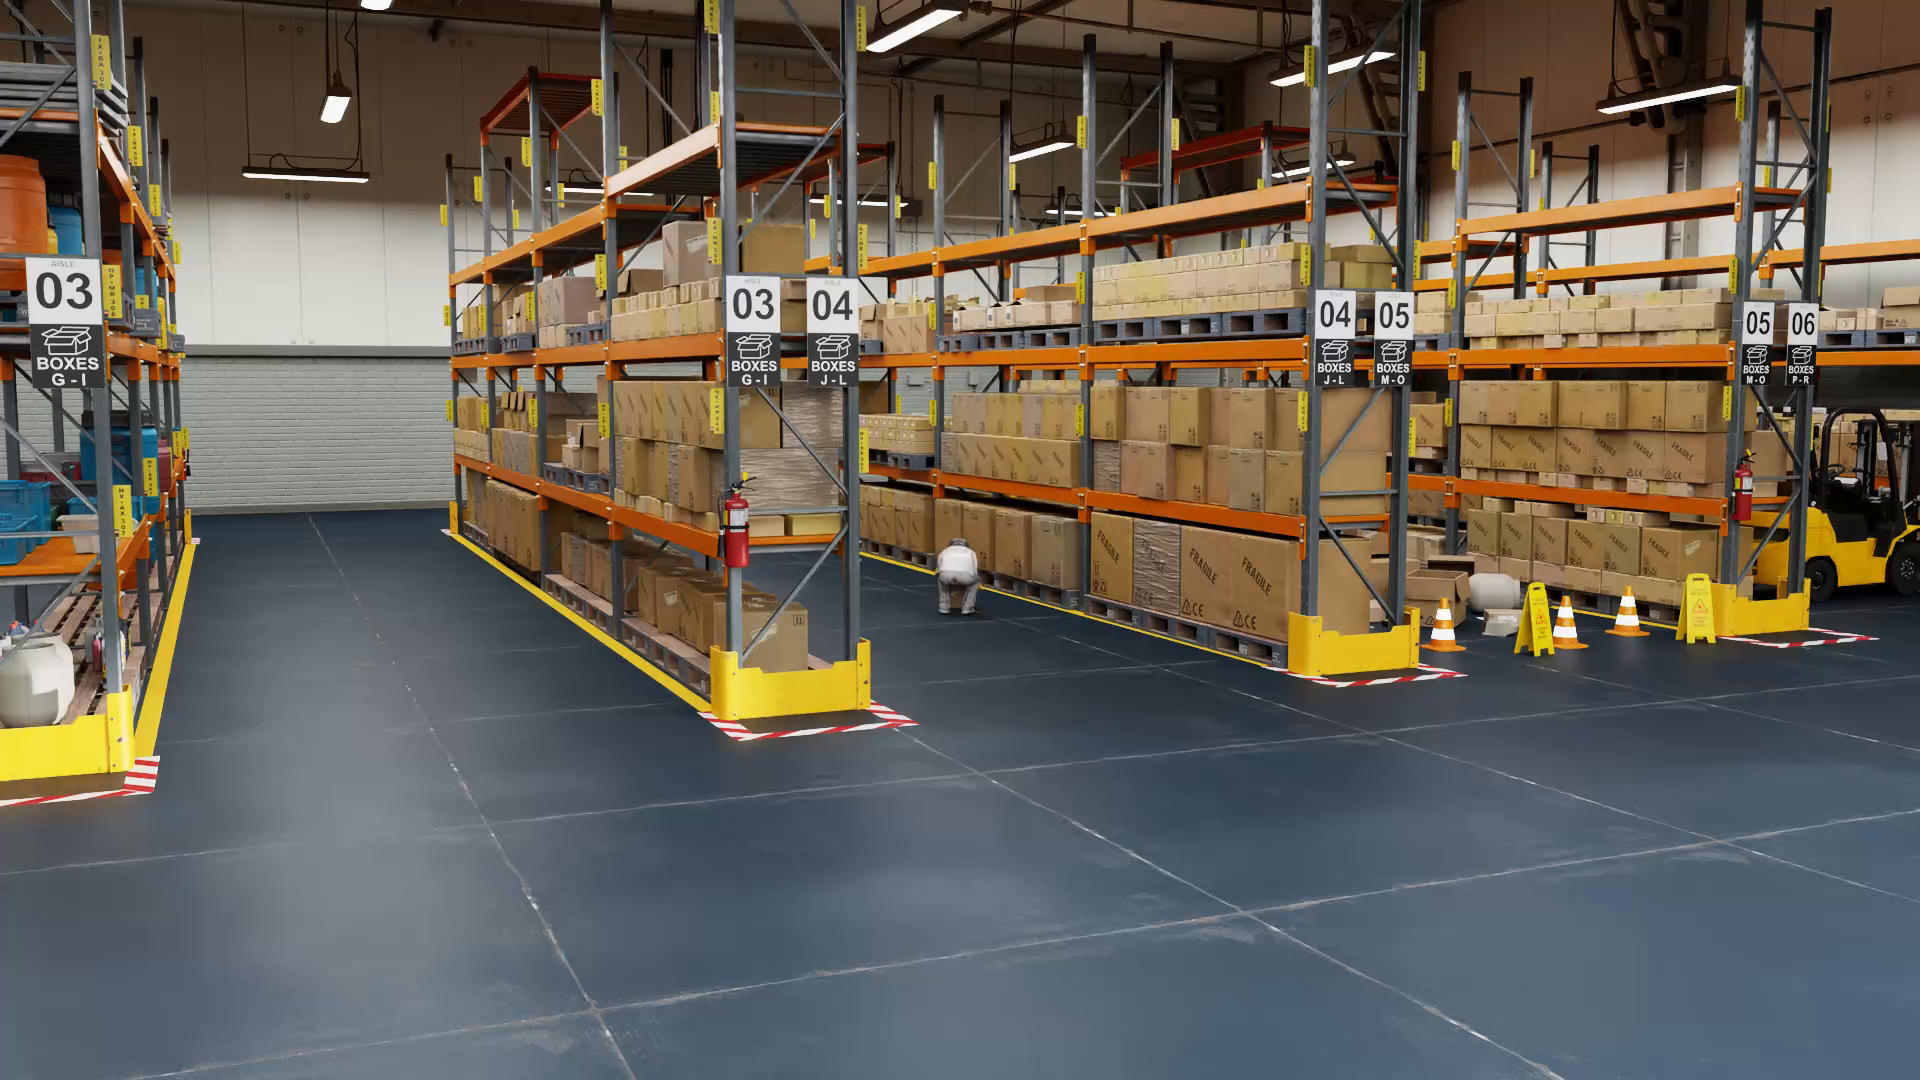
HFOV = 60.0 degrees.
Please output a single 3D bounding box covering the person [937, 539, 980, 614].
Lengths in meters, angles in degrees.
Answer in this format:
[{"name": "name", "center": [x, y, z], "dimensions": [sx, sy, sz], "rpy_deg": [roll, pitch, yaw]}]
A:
[{"name": "person", "center": [-0.019, 0.402, 17.752], "dimensions": [0.461, 0.779, 0.907], "rpy_deg": [1, 6, 8]}]
